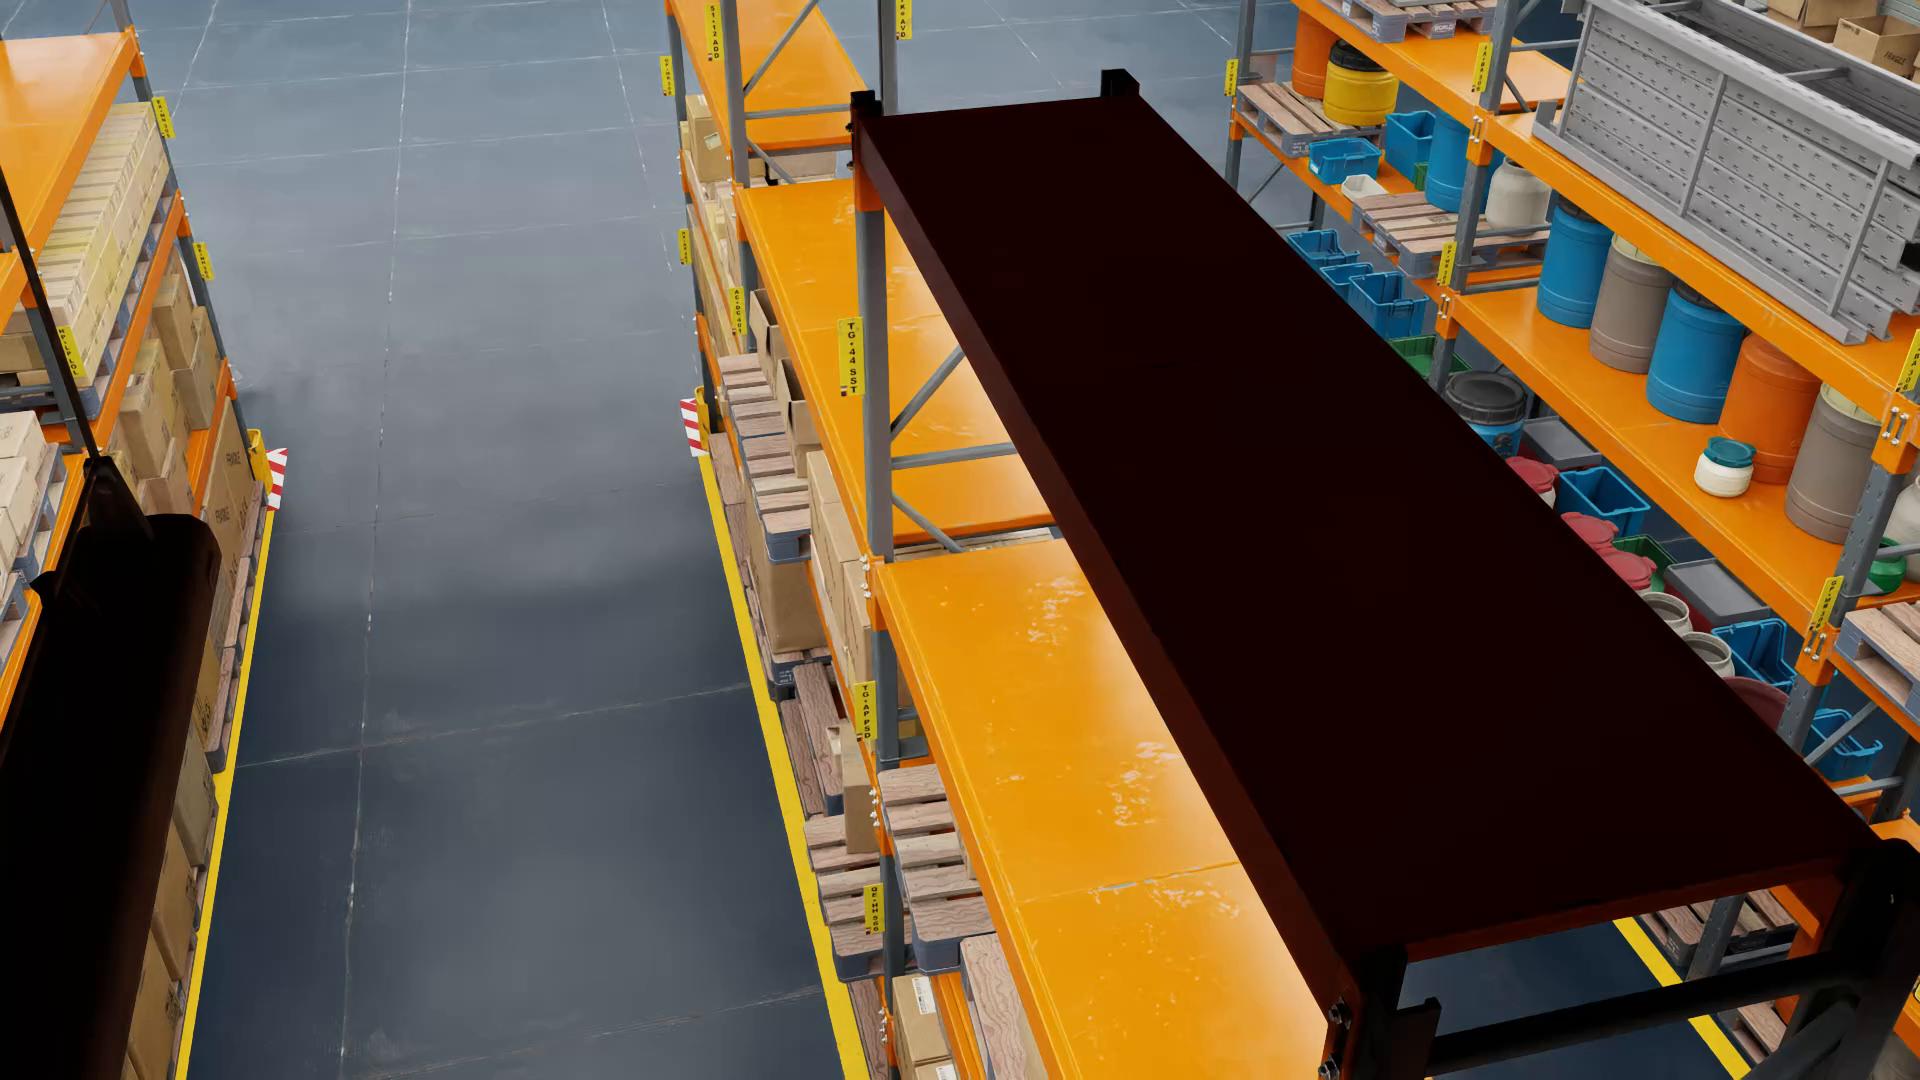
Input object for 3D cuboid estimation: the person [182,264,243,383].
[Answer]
[{"bbox_3d":[-7.521,-2.192,15.811,0.991,1.622,0.522,-8,35,-11],"label":"person"}]
